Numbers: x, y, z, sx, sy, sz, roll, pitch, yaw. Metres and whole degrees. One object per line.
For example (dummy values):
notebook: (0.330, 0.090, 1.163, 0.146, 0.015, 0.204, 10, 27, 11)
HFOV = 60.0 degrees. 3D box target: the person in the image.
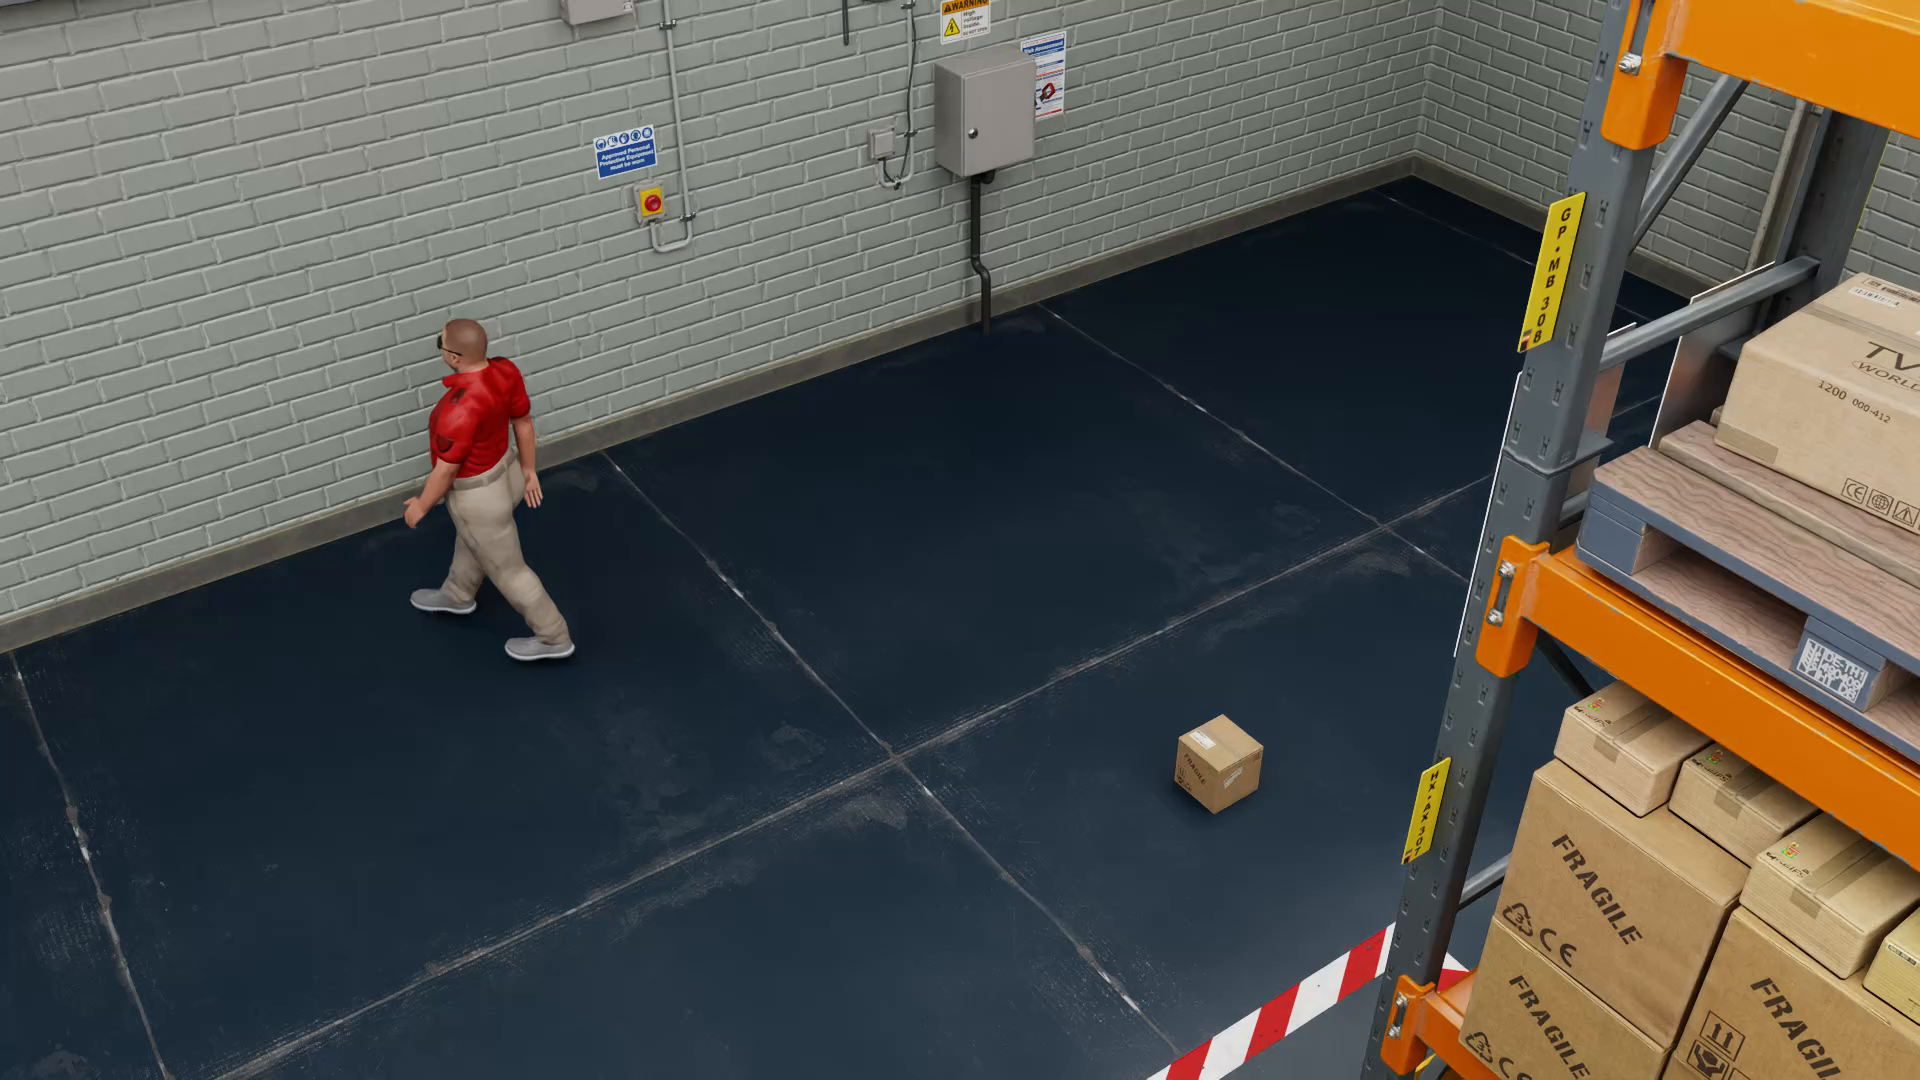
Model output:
person: (-2.217, -0.228, 7.308, 0.897, 1.688, 0.539, 6, 37, 8)
